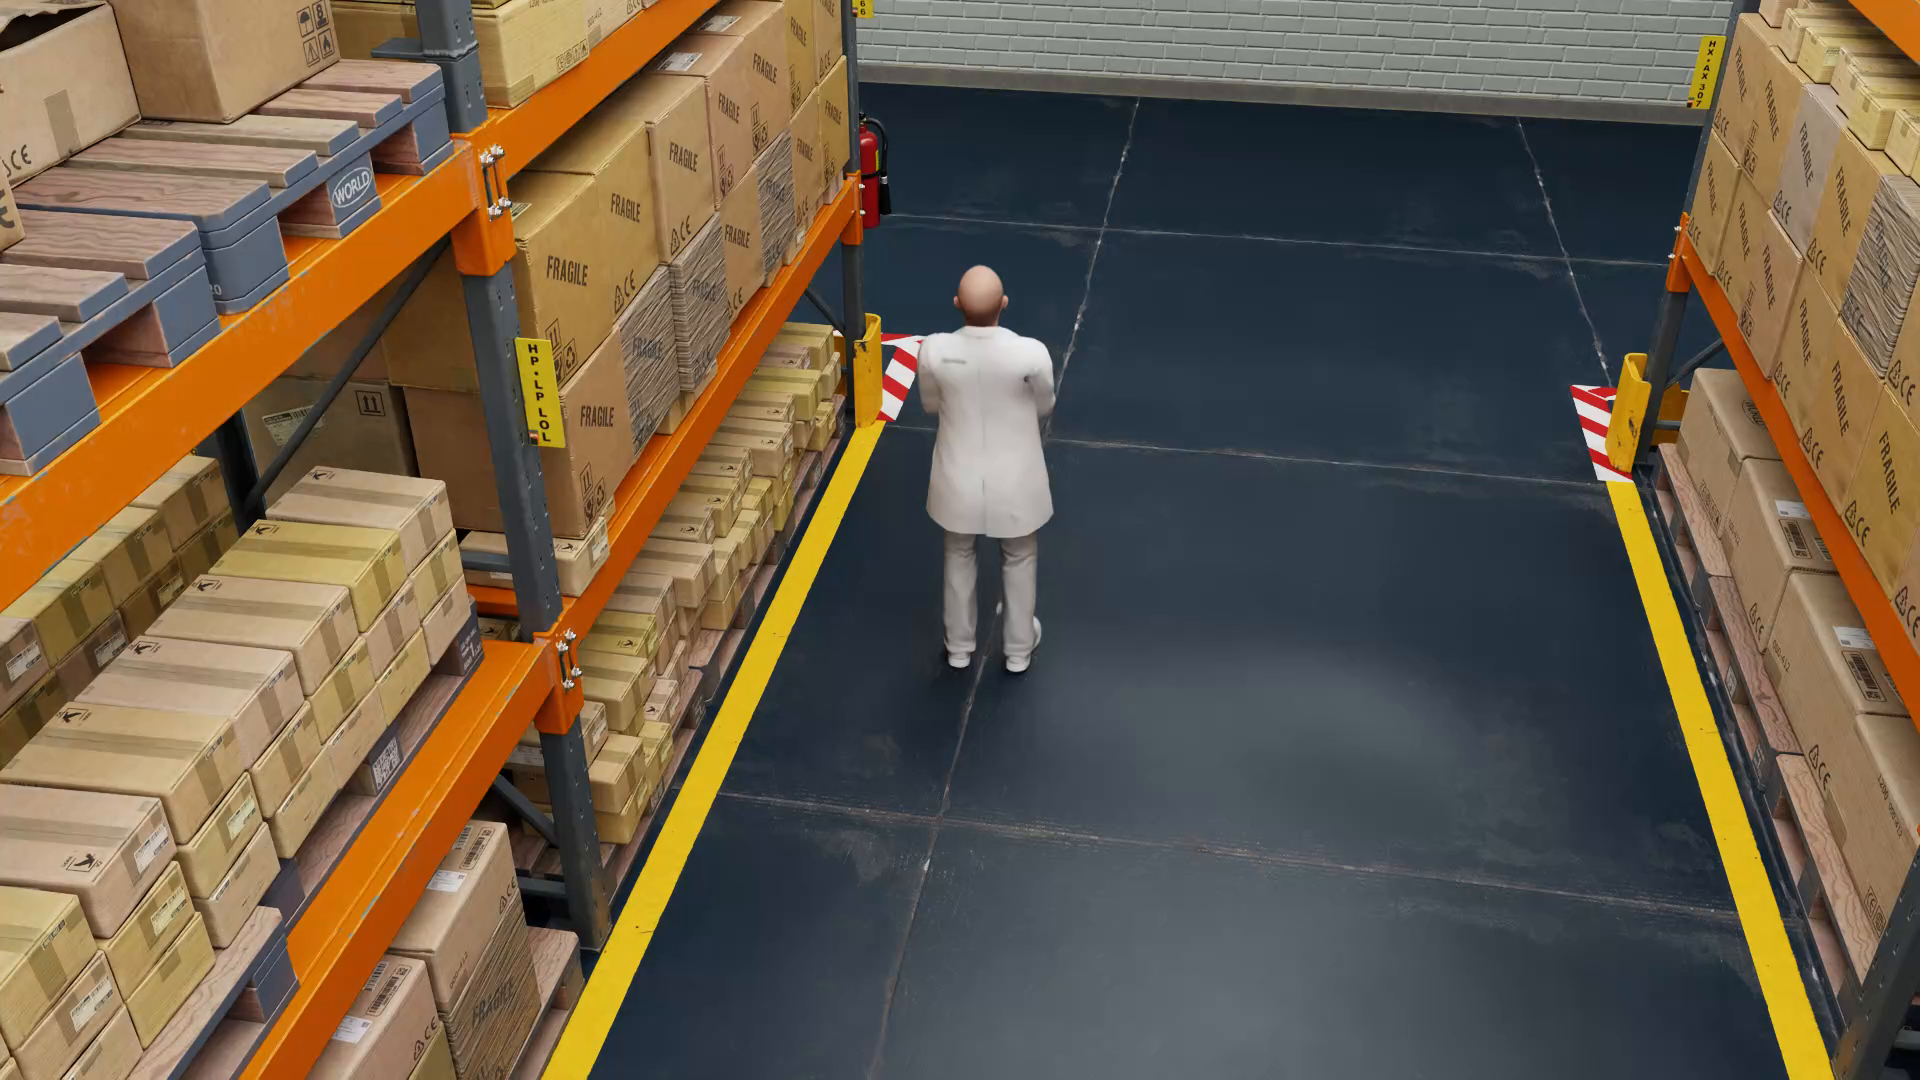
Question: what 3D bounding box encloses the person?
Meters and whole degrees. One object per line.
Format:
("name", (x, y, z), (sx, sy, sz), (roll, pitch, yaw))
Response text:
("person", (0.121, -0.323, 6.667), (0.535, 1.777, 0.554), (5, 32, 7))
